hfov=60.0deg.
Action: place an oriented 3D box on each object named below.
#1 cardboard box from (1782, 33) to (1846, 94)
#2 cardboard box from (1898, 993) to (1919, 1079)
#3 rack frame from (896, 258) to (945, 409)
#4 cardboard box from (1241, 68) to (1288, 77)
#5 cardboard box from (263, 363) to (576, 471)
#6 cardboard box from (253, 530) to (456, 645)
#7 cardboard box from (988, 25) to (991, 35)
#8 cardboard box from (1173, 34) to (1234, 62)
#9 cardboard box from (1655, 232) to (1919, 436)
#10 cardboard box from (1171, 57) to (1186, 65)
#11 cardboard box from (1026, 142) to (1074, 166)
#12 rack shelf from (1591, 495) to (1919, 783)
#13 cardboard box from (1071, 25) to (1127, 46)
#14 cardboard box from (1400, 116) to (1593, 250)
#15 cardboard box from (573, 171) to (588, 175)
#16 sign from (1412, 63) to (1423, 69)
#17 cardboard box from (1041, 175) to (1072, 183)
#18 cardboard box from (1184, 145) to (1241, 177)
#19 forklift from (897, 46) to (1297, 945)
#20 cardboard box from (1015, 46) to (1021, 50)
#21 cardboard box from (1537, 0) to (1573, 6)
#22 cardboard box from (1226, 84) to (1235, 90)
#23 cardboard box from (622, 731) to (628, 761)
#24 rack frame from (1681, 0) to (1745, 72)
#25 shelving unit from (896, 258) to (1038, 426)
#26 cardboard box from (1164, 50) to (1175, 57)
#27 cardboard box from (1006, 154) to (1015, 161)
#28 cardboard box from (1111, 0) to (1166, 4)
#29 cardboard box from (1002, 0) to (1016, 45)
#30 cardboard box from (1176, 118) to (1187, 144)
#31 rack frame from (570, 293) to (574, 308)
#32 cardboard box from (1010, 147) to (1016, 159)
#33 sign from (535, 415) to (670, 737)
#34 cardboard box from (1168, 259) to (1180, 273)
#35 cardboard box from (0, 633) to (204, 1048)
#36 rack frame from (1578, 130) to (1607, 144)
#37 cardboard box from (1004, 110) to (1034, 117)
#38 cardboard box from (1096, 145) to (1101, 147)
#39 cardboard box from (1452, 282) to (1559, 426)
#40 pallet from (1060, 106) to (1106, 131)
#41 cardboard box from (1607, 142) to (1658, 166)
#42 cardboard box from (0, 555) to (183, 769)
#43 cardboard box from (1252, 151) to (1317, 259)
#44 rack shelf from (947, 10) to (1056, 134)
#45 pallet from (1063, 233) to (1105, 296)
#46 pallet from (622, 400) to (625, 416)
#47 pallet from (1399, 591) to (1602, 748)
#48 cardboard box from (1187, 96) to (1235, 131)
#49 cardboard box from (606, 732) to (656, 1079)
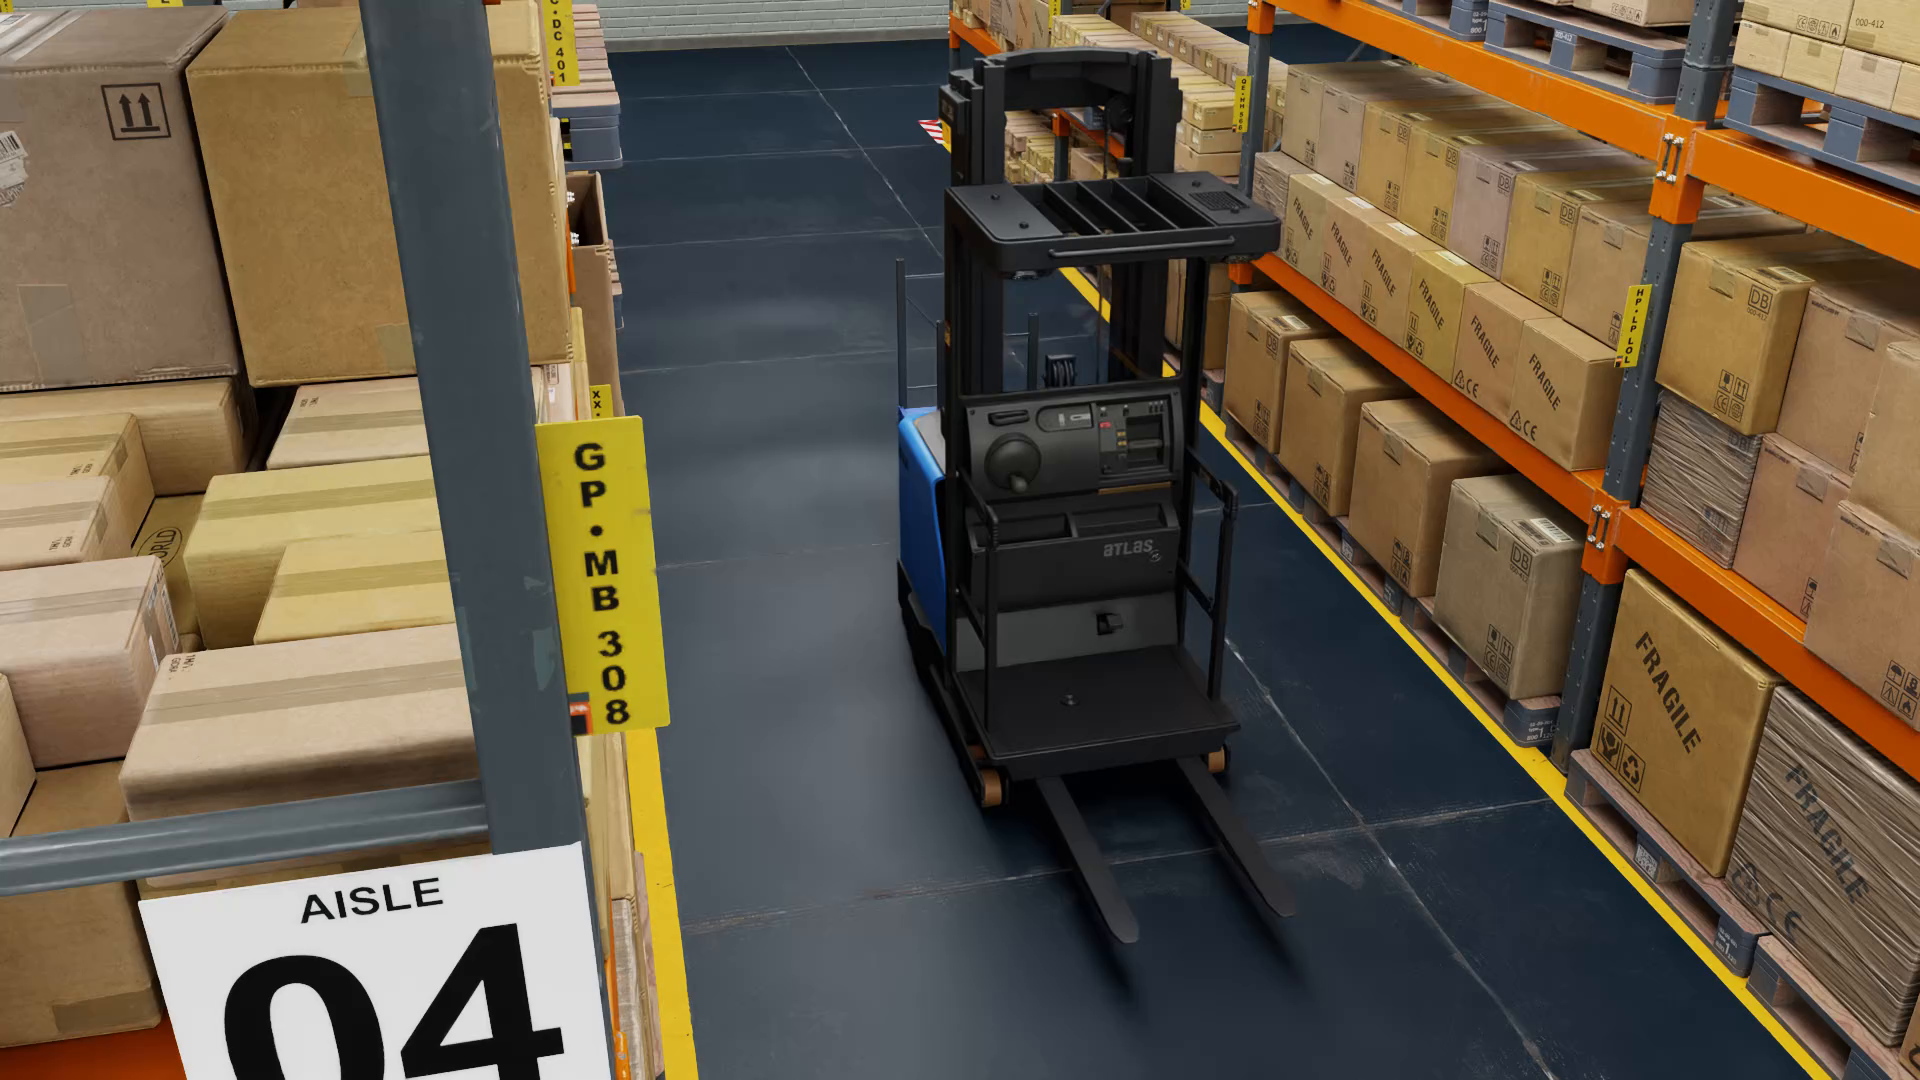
[{"bbox_3d":[2.904,-1.542,5.349,0.380,0.149,0.250,-6,27,-11],"label":"cardboard box"},{"bbox_3d":[3.577,1.449,4.942,0.875,0.875,0.875,-6,27,-12],"label":"cardboard box"},{"bbox_3d":[-0.095,-0.855,9.280,0.500,1.500,0.032,-6,27,-12],"label":"rack frame"},{"bbox_3d":[2.103,-3.052,11.121,0.380,0.149,0.250,-7,28,-14],"label":"cardboard box"},{"bbox_3d":[-0.947,-0.129,3.014,0.500,0.250,0.500,-6,27,-12],"label":"cardboard box"},{"bbox_3d":[-0.661,0.106,2.105,0.380,0.149,0.250,-5,27,-10],"label":"cardboard box"},{"bbox_3d":[0.478,-4.919,15.945,0.380,0.149,0.250,-6,27,-12],"label":"cardboard box"},{"bbox_3d":[1.800,-3.632,12.270,0.380,0.149,0.250,-7,28,-13],"label":"cardboard box"},{"bbox_3d":[3.143,-0.774,6.091,0.875,0.550,0.550,-6,27,-12],"label":"cardboard box"},{"bbox_3d":[1.345,-3.224,11.462,0.380,0.149,0.250,-5,27,-9],"label":"cardboard box"},{"bbox_3d":[0.797,-3.430,14.754,0.380,0.149,0.250,-6,27,-12],"label":"cardboard box"},{"bbox_3d":[3.544,0.808,5.118,1.077,0.370,4.000,-6,27,-12],"label":"rack shelf"},{"bbox_3d":[1.055,-3.790,12.582,0.380,0.149,0.250,-6,27,-11],"label":"cardboard box"},{"bbox_3d":[2.632,-1.769,8.204,0.700,0.500,0.500,-6,27,-12],"label":"cardboard box"},{"bbox_3d":[-3.401,-2.404,12.575,1.225,0.875,0.875,-6,27,-11],"label":"cardboard box"},{"bbox_3d":[2.732,-2.722,10.028,0.100,0.325,0.005,-6,27,-12],"label":"sign"},{"bbox_3d":[0.910,-3.056,14.344,0.380,0.149,0.250,-5,27,-11],"label":"cardboard box"},{"bbox_3d":[1.633,-2.392,10.473,0.380,0.149,0.250,-5,27,-11],"label":"cardboard box"},{"bbox_3d":[0.538,-0.372,6.734,1.130,2.935,3.031,-6,27,-13],"label":"forklift"},{"bbox_3d":[0.707,-4.350,14.817,0.380,0.149,0.250,-7,28,-14],"label":"cardboard box"},{"bbox_3d":[2.601,-2.415,6.966,0.500,0.250,0.500,-6,27,-12],"label":"cardboard box"},{"bbox_3d":[2.039,-3.043,11.433,0.380,0.149,0.250,-6,27,-12],"label":"cardboard box"},{"bbox_3d":[-1.217,0.570,5.070,0.380,0.149,0.250,-6,27,-12],"label":"cardboard box"},{"bbox_3d":[3.093,-3.069,5.344,1.000,3.000,0.127,-6,27,-12],"label":"rack frame"},{"bbox_3d":[0.019,-0.632,8.838,0.538,1.500,1.048,-6,27,-12],"label":"shelving unit"},{"bbox_3d":[1.752,-3.612,12.560,0.380,0.149,0.250,-7,28,-13],"label":"cardboard box"},{"bbox_3d":[0.643,-3.531,15.614,0.380,0.149,0.250,-5,27,-11],"label":"cardboard box"},{"bbox_3d":[1.426,-4.749,13.780,0.500,0.500,0.500,-5,27,-10],"label":"cardboard box"},{"bbox_3d":[0.679,-4.711,14.813,0.500,0.500,0.500,-6,27,-12],"label":"cardboard box"},{"bbox_3d":[1.575,-2.643,10.639,0.380,0.149,0.250,-5,27,-10],"label":"cardboard box"},{"bbox_3d":[-1.762,0.068,5.785,1.000,3.000,0.127,-6,27,-12],"label":"rack frame"},{"bbox_3d":[0.681,-3.639,15.499,0.380,0.149,0.250,-7,28,-14],"label":"cardboard box"},{"bbox_3d":[-0.332,0.040,1.543,0.100,0.325,0.005,-6,27,-12],"label":"sign"},{"bbox_3d":[1.658,-2.047,11.453,0.500,0.250,0.500,-6,27,-11],"label":"cardboard box"},{"bbox_3d":[-1.217,0.366,2.033,0.500,0.250,0.500,-5,27,-10],"label":"cardboard box"},{"bbox_3d":[6.090,-4.450,14.737,1.000,3.000,0.127,-6,27,-12],"label":"rack frame"},{"bbox_3d":[0.492,-3.999,15.882,0.380,0.149,0.250,-6,27,-11],"label":"cardboard box"},{"bbox_3d":[1.410,-3.382,14.660,0.380,0.149,0.250,-5,27,-9],"label":"cardboard box"},{"bbox_3d":[2.601,-0.859,7.512,0.500,0.500,0.500,-6,27,-12],"label":"cardboard box"},{"bbox_3d":[1.321,-3.467,13.003,1.003,0.211,1.213,-6,27,-12],"label":"pallet"},{"bbox_3d":[6.308,-3.425,14.598,0.875,0.875,0.875,-5,27,-10],"label":"cardboard box"},{"bbox_3d":[-1.172,0.158,2.003,0.380,0.149,0.250,-7,28,-13],"label":"cardboard box"},{"bbox_3d":[2.030,-1.967,9.707,0.500,0.500,0.500,-6,27,-11],"label":"cardboard box"},{"bbox_3d":[0.840,-4.460,15.555,1.077,0.370,4.000,-6,27,-12],"label":"rack shelf"},{"bbox_3d":[1.467,-2.316,13.605,1.003,0.211,1.213,-6,27,-12],"label":"pallet"},{"bbox_3d":[-1.792,-0.196,6.523,1.003,0.211,1.213,-6,27,-12],"label":"pallet"},{"bbox_3d":[2.846,0.523,7.980,1.003,0.211,1.213,-6,27,-12],"label":"pallet"},{"bbox_3d":[1.635,-2.656,10.337,0.380,0.149,0.250,-7,28,-14],"label":"cardboard box"},{"bbox_3d":[-0.825,0.711,2.961,0.500,0.500,0.500,-6,27,-12],"label":"cardboard box"}]
